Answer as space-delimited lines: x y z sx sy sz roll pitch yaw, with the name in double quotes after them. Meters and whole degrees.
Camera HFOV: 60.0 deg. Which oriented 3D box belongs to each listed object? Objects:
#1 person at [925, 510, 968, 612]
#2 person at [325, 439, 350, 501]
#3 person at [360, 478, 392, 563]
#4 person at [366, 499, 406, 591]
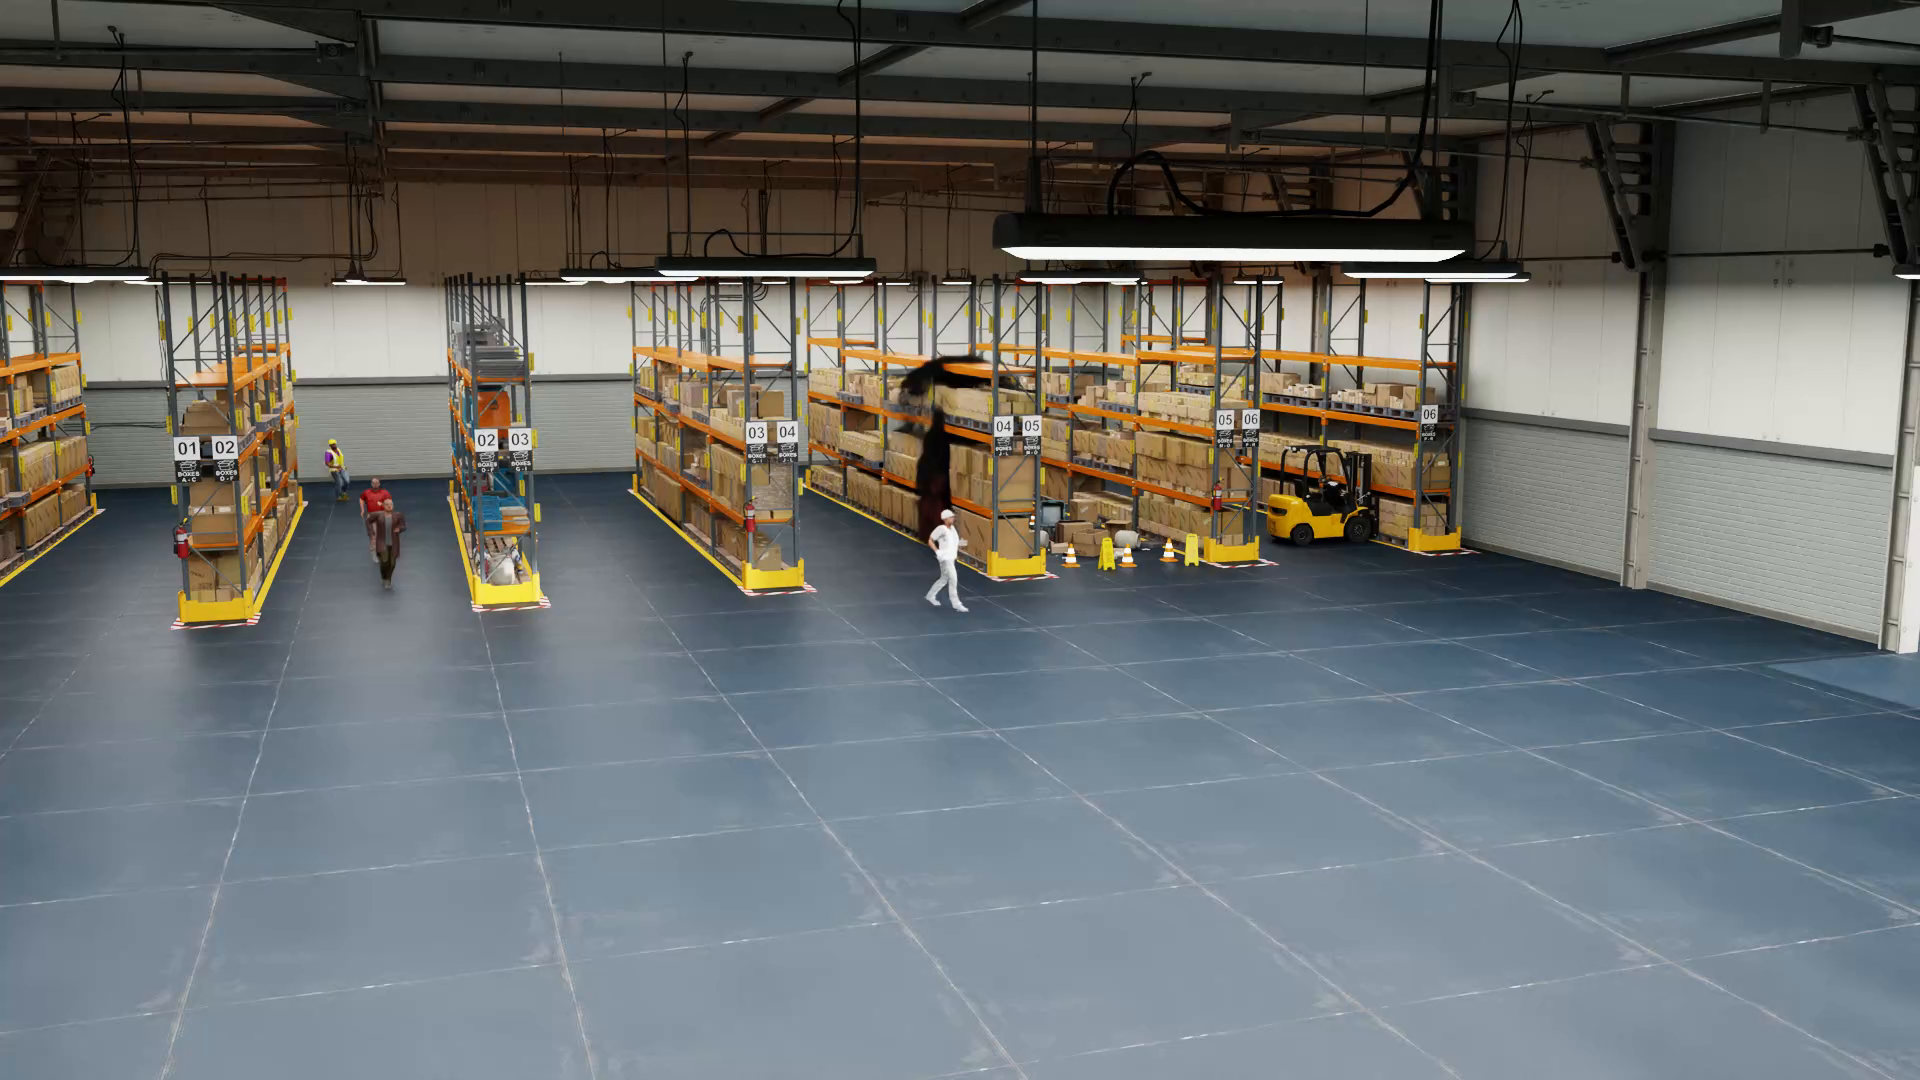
-0.234 0.348 29.722 0.881 1.796 0.680 3 9 19 "person"
-16.732 -1.869 44.704 0.594 1.716 0.719 5 10 30 "person"
-12.339 -0.449 35.197 0.653 1.747 0.920 -3 9 -20 "person"
-10.902 0.089 31.689 0.691 1.763 0.799 -5 10 -30 "person"
